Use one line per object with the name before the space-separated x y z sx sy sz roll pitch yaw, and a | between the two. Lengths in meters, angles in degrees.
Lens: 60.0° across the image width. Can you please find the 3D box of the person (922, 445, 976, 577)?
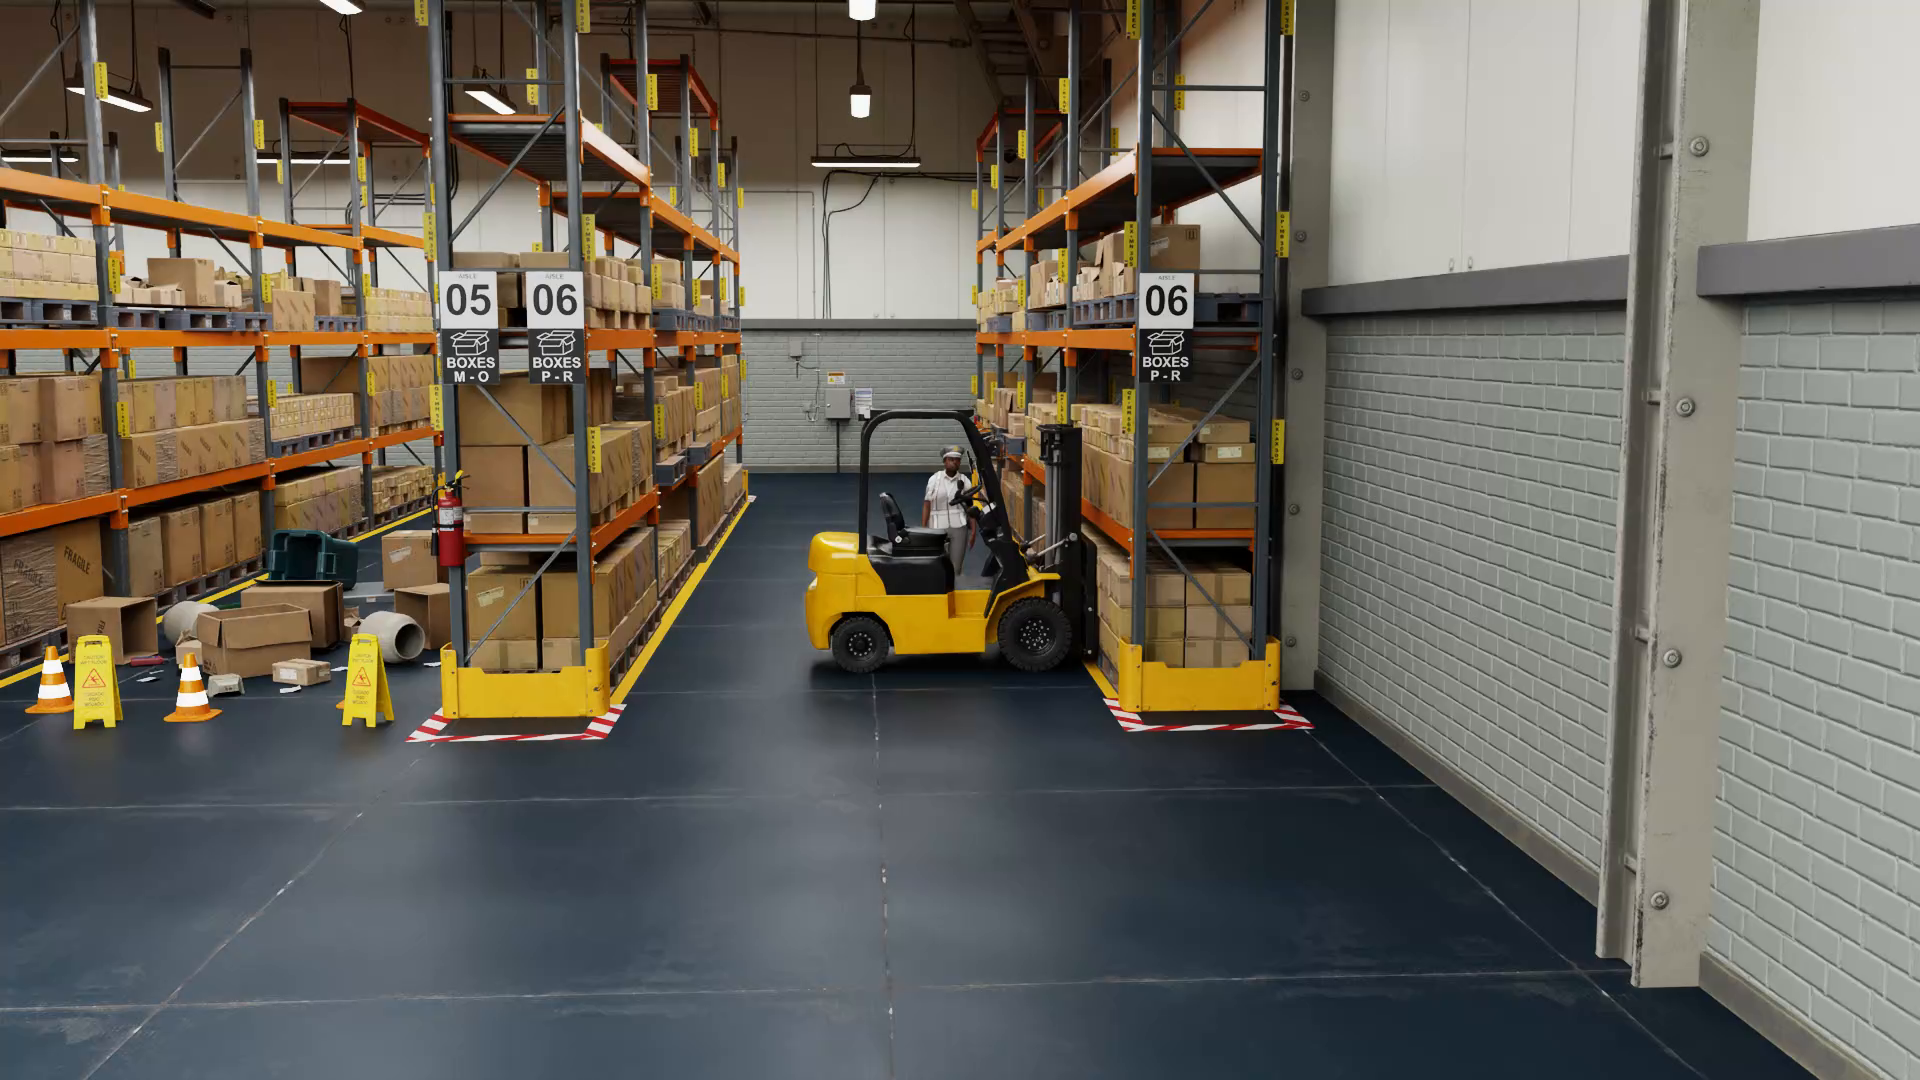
person | -0.120 -0.072 16.126 0.569 1.695 0.529 0 7 -4
